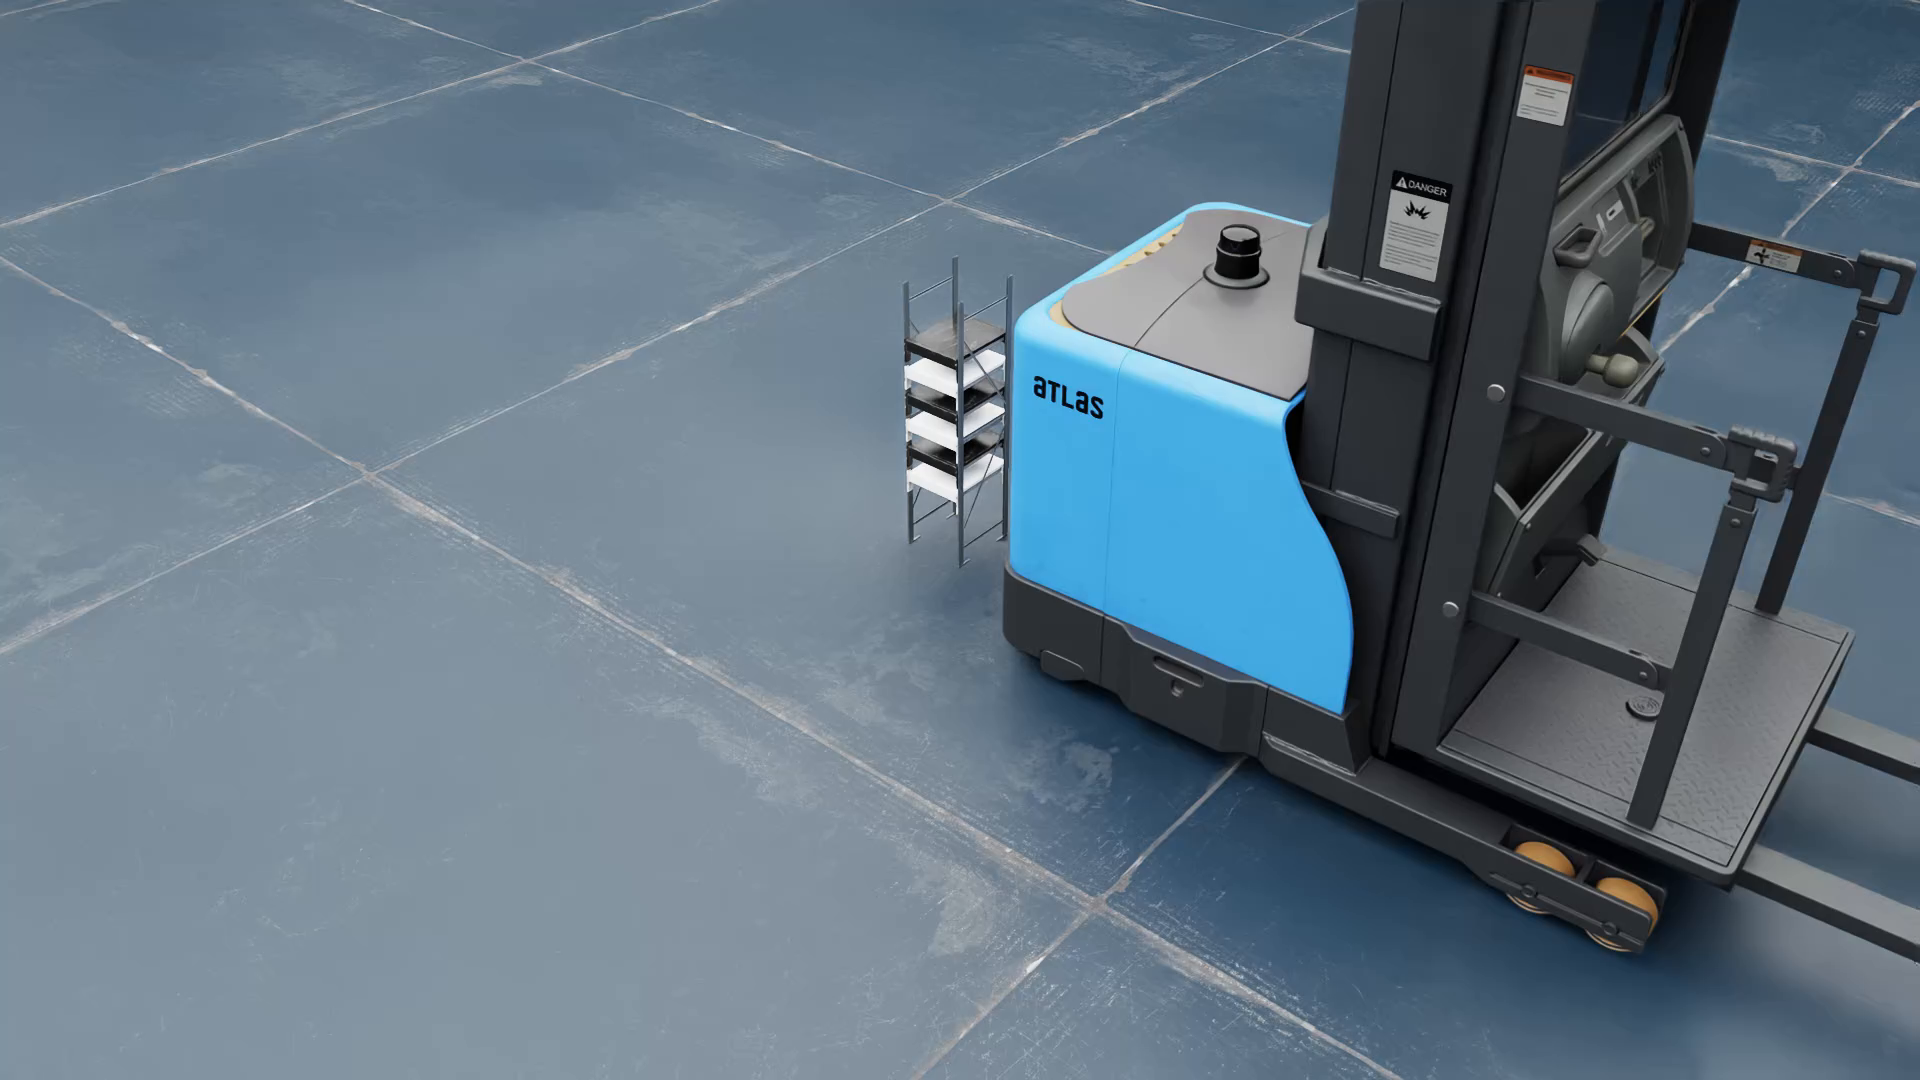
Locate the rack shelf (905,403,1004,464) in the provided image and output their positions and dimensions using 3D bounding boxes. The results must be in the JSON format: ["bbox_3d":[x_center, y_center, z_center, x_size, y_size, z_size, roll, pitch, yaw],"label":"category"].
[{"bbox_3d":[-0.006,-0.346,5.018,0.200,0.077,0.258,25,42,32],"label":"rack shelf"}]

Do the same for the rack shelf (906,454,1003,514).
[{"bbox_3d":[-0.006,-0.198,5.120,0.200,0.077,0.258,25,42,32],"label":"rack shelf"}]

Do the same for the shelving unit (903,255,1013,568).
[{"bbox_3d":[-0.006,-0.374,5.000,0.210,0.900,0.258,25,42,32],"label":"shelving unit"}]

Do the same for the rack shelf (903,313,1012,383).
[{"bbox_3d":[-0.006,-0.569,4.866,0.200,0.077,0.258,25,42,32],"label":"rack shelf"}]

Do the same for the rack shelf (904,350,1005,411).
[{"bbox_3d":[-0.006,-0.495,4.917,0.200,0.077,0.258,25,42,32],"label":"rack shelf"}]

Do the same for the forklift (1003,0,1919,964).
[{"bbox_3d":[1.603,-0.598,3.532,3.031,2.935,1.130,23,41,30],"label":"forklift"}]

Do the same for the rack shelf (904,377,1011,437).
[{"bbox_3d":[-0.006,-0.421,4.967,0.200,0.077,0.258,25,42,32],"label":"rack shelf"}]

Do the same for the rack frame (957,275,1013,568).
[{"bbox_3d":[0.072,-0.337,4.946,0.006,0.900,0.240,25,42,32],"label":"rack frame"}]

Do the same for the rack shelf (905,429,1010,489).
[{"bbox_3d":[-0.006,-0.272,5.069,0.200,0.077,0.258,25,42,32],"label":"rack shelf"}]

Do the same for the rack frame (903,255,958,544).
[{"bbox_3d":[-0.084,-0.411,5.053,0.006,0.900,0.240,25,42,32],"label":"rack frame"}]
